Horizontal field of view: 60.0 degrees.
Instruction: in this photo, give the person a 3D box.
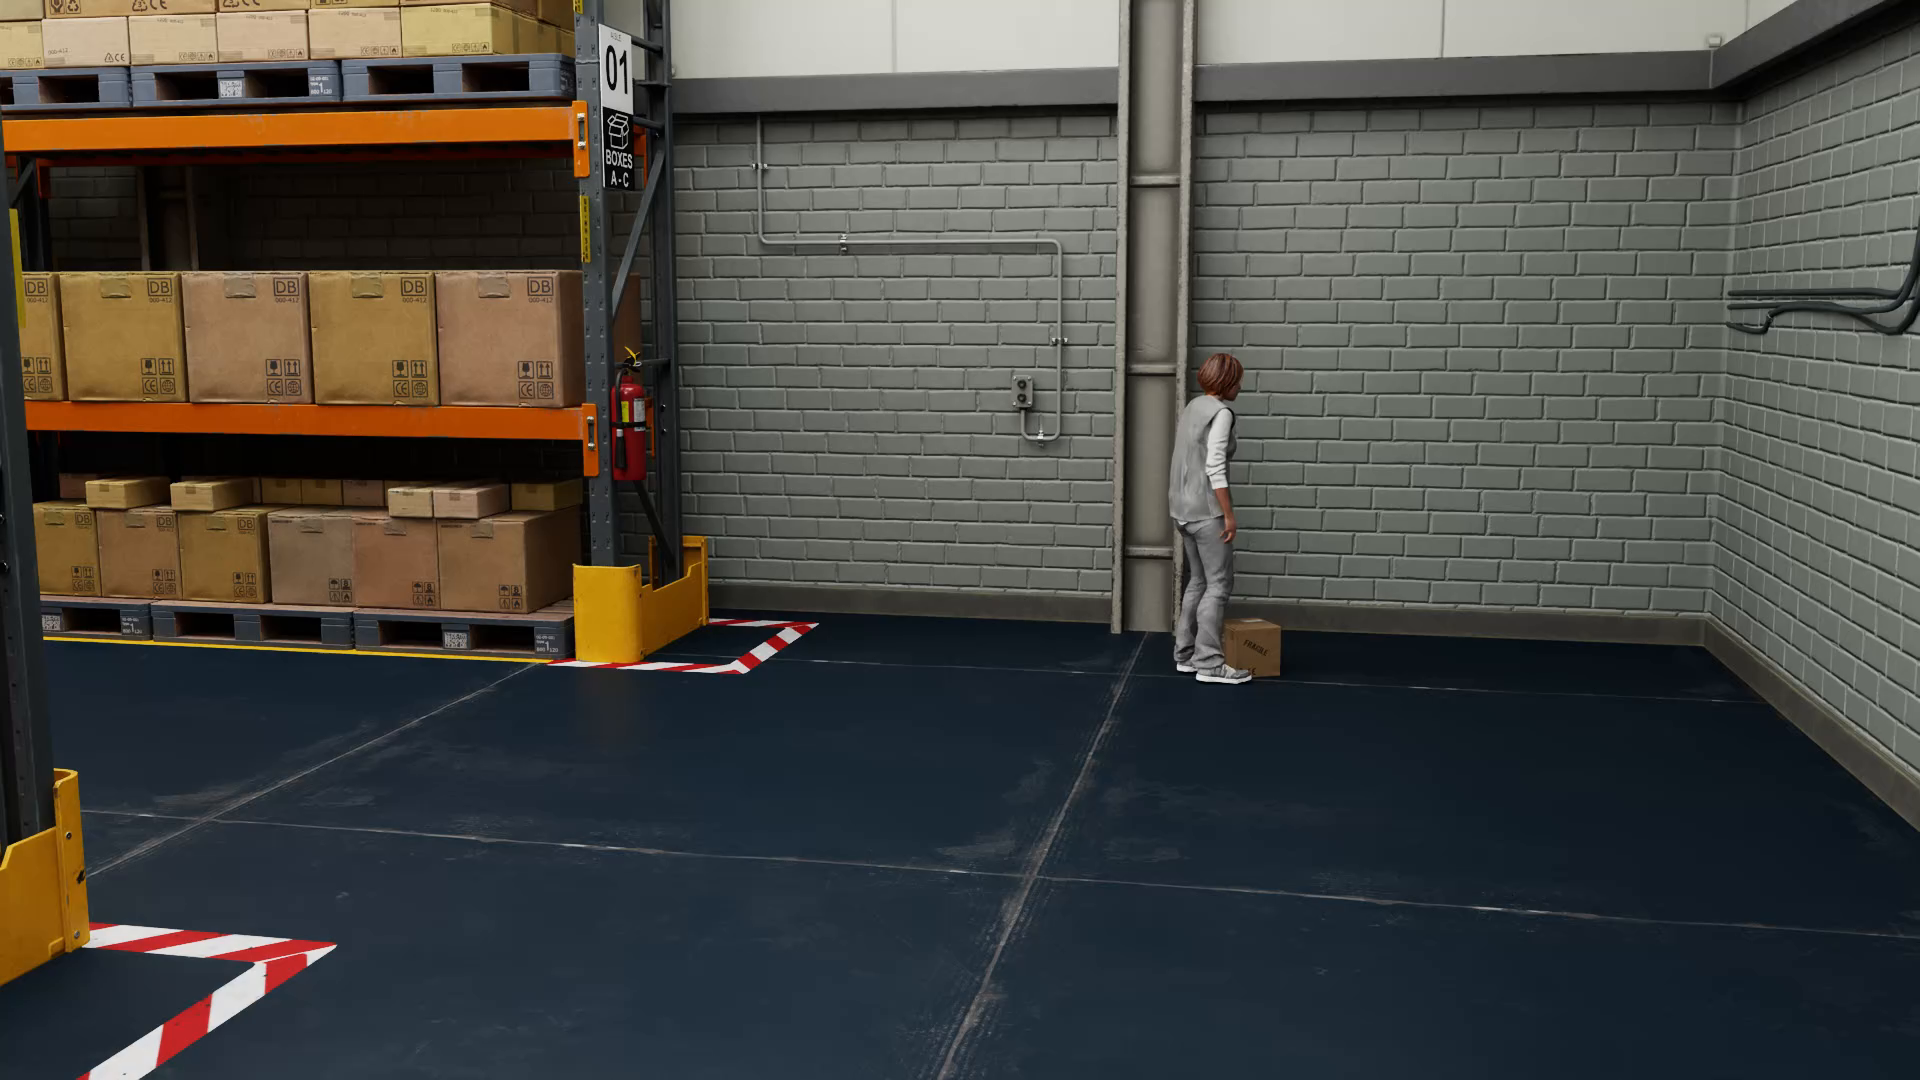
[{"bbox_3d":[1.211,-0.113,8.148,0.343,1.592,0.462,-2,8,-14],"label":"person"}]
